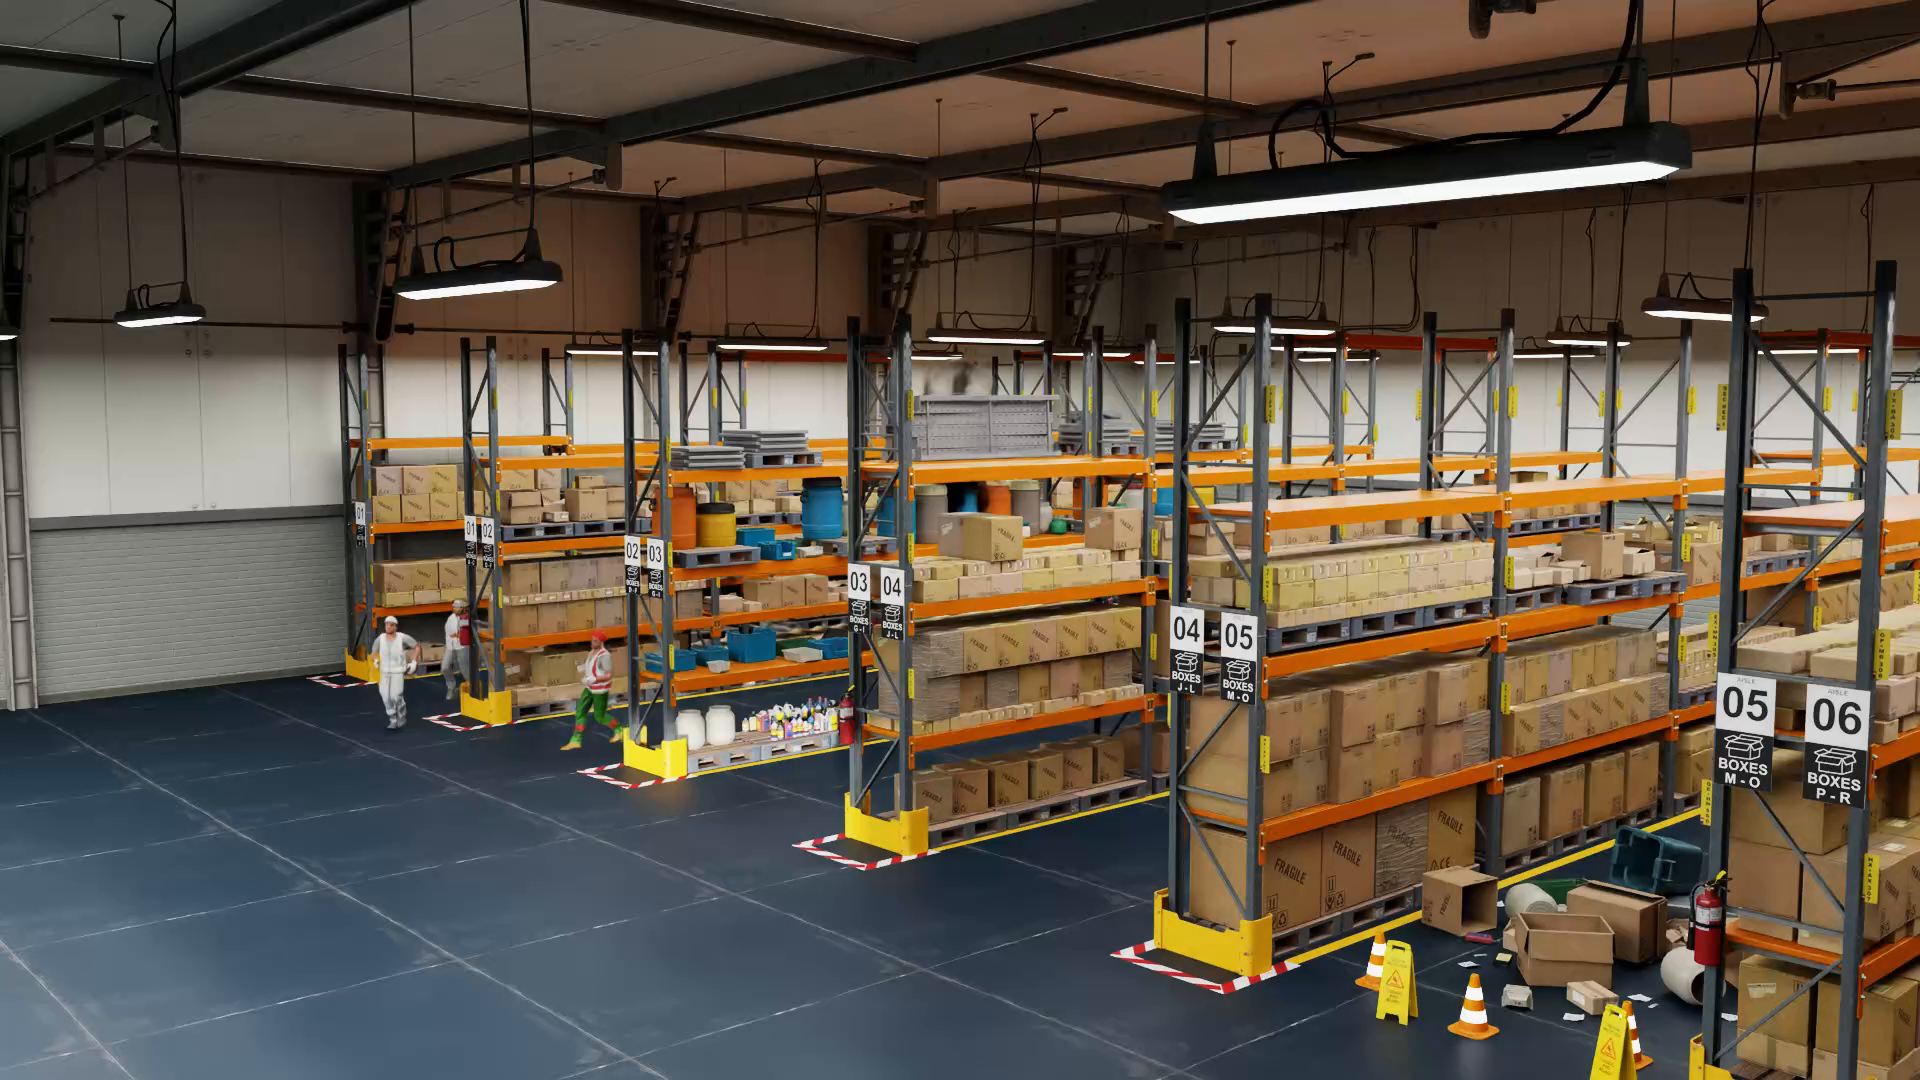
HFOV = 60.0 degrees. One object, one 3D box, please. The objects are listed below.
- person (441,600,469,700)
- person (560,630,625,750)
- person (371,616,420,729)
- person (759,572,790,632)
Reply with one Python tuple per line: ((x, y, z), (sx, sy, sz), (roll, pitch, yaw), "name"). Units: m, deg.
((-8.423, 1.852, 27.948), (0.581, 1.711, 0.721), (1, 5, 15), "person")
((-5.172, 2.139, 23.811), (0.969, 1.743, 0.707), (-4, 7, -40), "person")
((-8.609, 2.026, 25.247), (0.695, 1.752, 0.608), (0, 5, -1), "person")
((-3.729, 1.347, 33.090), (0.643, 1.738, 0.712), (-5, 7, -43), "person")
